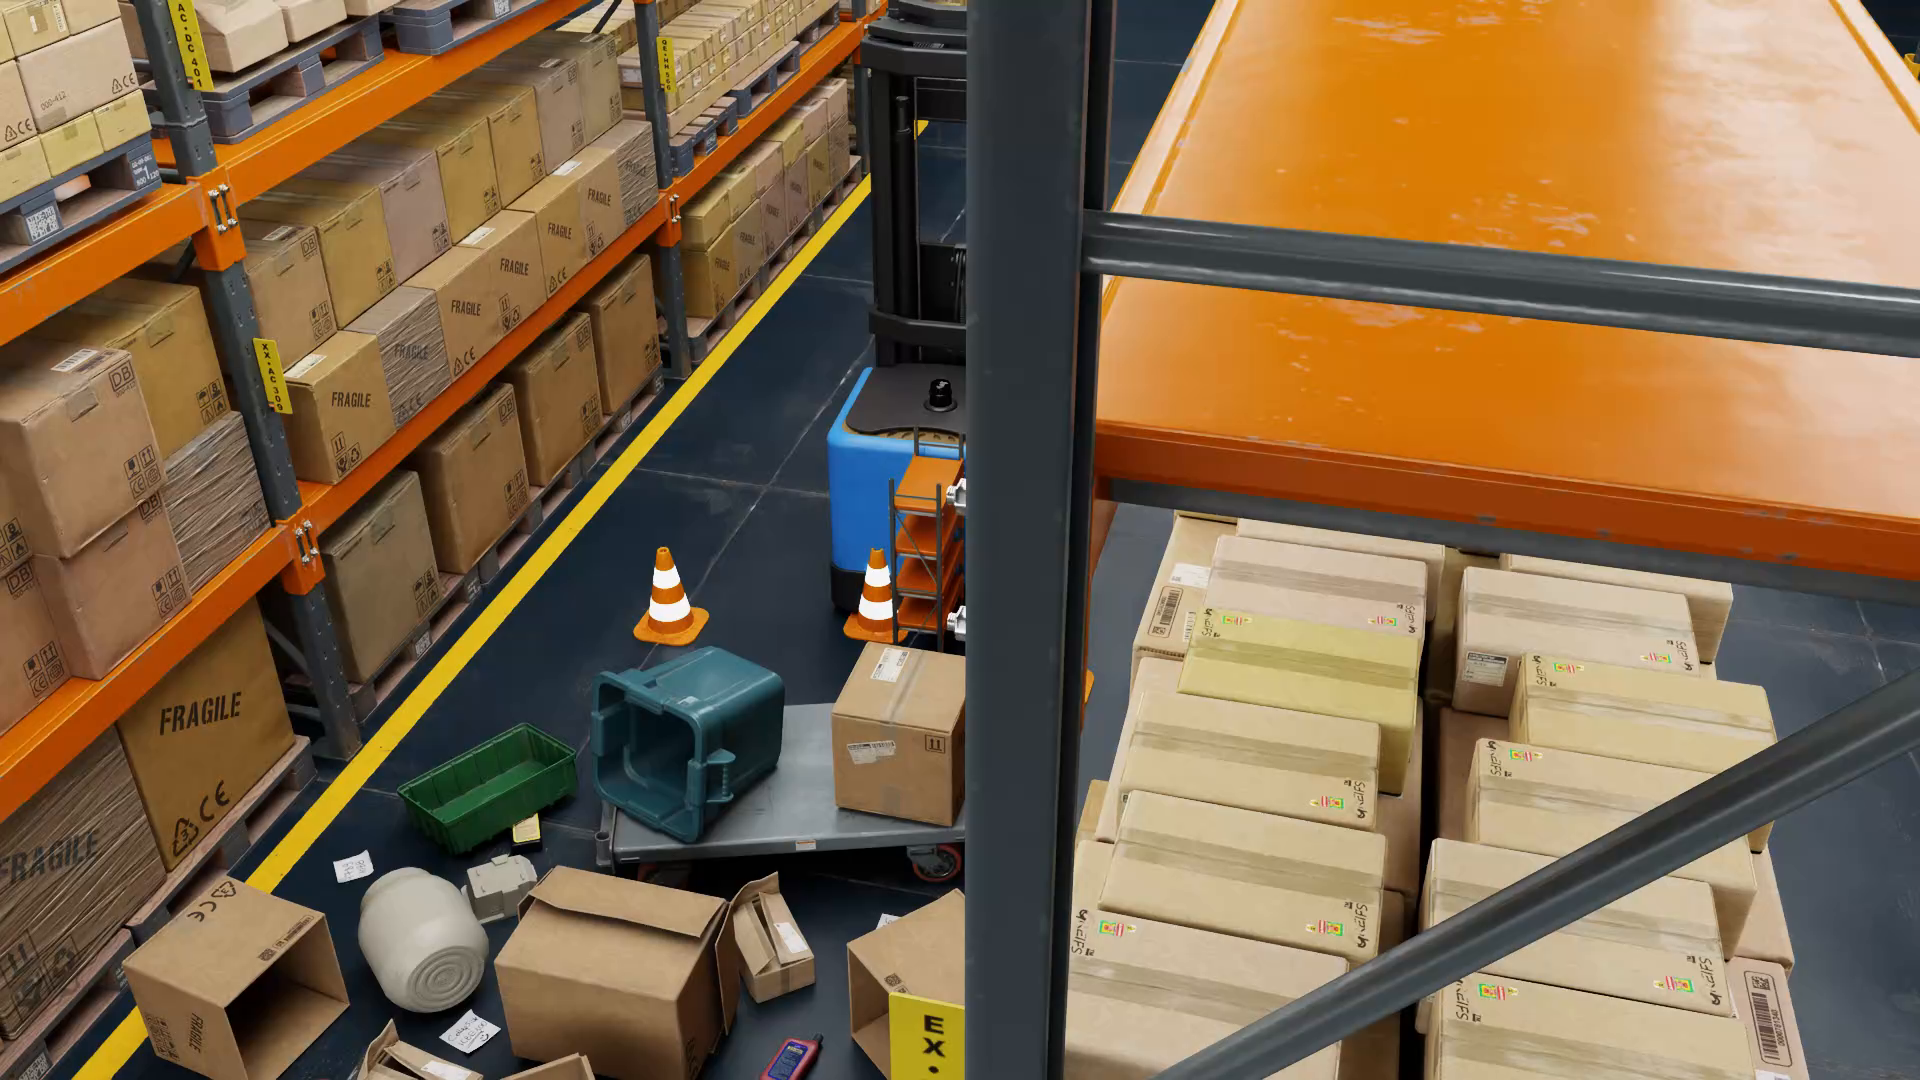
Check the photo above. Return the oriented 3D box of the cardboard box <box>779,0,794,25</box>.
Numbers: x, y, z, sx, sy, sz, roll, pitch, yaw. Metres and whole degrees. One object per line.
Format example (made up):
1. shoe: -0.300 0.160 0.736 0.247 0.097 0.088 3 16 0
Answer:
1. cardboard box: -1.439 -3.904 12.231 0.380 0.149 0.250 6 33 10

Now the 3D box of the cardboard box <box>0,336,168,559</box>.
1. cardboard box: -3.450 -0.363 5.949 0.875 0.550 0.550 8 33 12

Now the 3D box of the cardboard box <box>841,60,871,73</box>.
1. cardboard box: -0.834 -4.132 14.735 0.380 0.149 0.250 8 33 12

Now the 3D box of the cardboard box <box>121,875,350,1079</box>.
1. cardboard box: -2.697 1.667 6.230 0.500 0.500 0.500 14 35 21

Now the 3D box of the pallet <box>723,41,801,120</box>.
1. pallet: -1.818 -3.360 11.988 1.003 0.211 1.213 8 33 12

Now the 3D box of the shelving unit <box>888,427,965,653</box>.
1. shelving unit: -0.153 0.114 8.022 0.258 1.200 0.503 7 33 10

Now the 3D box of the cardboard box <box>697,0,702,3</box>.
1. cardboard box: -2.071 -3.995 12.373 0.380 0.149 0.250 9 34 14

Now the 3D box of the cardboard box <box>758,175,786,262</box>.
1. cardboard box: -1.604 -2.391 12.223 0.500 0.500 0.500 7 33 11

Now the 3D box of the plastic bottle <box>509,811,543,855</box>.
1. plastic bottle: -1.906 1.257 7.286 0.133 0.061 0.283 -8 33 -13

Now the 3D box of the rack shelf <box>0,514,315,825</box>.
1. rack shelf: -3.803 1.009 5.607 1.077 0.370 4.000 8 33 12

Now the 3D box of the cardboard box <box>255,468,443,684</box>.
1. cardboard box: -3.225 0.106 8.063 1.050 0.750 0.750 8 33 12

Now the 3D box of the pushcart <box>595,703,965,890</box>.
1. pushcart: -0.700 1.111 7.220 1.648 0.377 0.936 -3 33 -4

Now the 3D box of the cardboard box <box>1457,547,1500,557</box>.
1. cardboard box: 1.207 -0.073 3.334 0.380 0.149 0.250 9 33 13

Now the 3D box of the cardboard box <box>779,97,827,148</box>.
1. cardboard box: -1.353 -3.237 12.855 0.500 0.250 0.500 10 34 15

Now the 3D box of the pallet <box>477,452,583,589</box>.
1. pallet: -2.865 -0.201 9.440 1.003 0.211 1.213 8 33 12

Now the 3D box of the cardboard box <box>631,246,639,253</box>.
1. cardboard box: -2.367 -1.907 11.463 0.500 0.500 0.500 8 33 12

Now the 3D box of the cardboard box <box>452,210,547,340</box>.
1. cardboard box: -2.516 -1.395 8.625 0.500 0.500 0.500 9 33 13

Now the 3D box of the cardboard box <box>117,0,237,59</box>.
1. cardboard box: -3.271 -2.143 6.753 0.500 0.250 0.500 8 33 13

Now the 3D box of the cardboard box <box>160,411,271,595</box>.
1. cardboard box: -3.378 -0.202 6.703 0.875 0.550 0.550 8 33 12

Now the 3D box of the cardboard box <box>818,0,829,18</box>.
1. cardboard box: -1.240 -4.187 12.953 0.380 0.149 0.250 8 33 13

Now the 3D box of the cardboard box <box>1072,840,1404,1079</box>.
1. cardboard box: 0.372 0.735 2.435 0.500 0.250 0.500 8 33 12

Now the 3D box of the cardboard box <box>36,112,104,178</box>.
1. cardboard box: -3.143 -1.348 5.598 0.380 0.149 0.250 9 33 13

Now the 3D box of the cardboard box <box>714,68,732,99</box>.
1. cardboard box: -1.769 -3.103 11.248 0.380 0.149 0.250 10 34 15

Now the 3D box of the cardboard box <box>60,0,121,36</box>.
1. cardboard box: -3.080 -1.815 5.589 0.380 0.149 0.250 8 33 12

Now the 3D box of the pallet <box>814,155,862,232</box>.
1. pallet: -1.462 -2.903 13.689 1.003 0.211 1.213 8 33 12

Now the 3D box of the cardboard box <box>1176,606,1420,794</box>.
1. cardboard box: 0.567 0.265 2.802 0.380 0.149 0.250 8 33 13

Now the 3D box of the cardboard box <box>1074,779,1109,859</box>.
1. cardboard box: 0.587 0.940 3.742 0.700 0.500 0.500 8 33 12

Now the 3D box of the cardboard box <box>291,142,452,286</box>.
1. cardboard box: -2.918 -1.584 7.991 0.700 0.500 0.500 8 33 13

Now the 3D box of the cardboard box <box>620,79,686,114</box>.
1. cardboard box: -1.964 -2.828 10.538 0.380 0.149 0.250 9 34 15

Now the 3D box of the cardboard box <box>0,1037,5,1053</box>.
1. cardboard box: -3.981 1.645 5.525 0.875 0.875 0.875 8 33 12

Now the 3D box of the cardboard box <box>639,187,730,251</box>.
1. cardboard box: -1.872 -2.172 11.179 0.500 0.250 0.500 7 33 10

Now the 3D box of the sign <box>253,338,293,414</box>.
1. sign: -2.759 -0.656 6.675 0.100 0.325 0.005 8 33 12

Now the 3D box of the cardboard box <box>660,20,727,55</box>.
1. cardboard box: -1.776 -3.348 11.078 0.380 0.149 0.250 7 33 10

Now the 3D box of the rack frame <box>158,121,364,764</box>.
1. rack frame: -3.296 -0.332 7.046 1.000 3.000 0.127 8 33 12

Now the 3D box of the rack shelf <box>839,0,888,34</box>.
1. rack shelf: -0.758 -5.218 15.402 1.077 0.370 4.000 8 33 12

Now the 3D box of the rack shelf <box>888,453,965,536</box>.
1. rack shelf: -0.153 -0.217 7.811 0.258 0.148 0.480 7 33 10

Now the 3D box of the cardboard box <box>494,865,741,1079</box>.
1. cardboard box: -1.271 1.619 6.178 0.797 0.637 0.503 8 33 12

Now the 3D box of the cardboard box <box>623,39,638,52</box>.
1. cardboard box: -2.401 -3.328 11.325 0.380 0.149 0.250 8 33 12

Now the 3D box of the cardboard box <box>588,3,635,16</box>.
1. cardboard box: -2.336 -3.576 11.438 0.380 0.149 0.250 8 33 12

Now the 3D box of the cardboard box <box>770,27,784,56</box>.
1. cardboard box: -1.502 -3.645 12.101 0.380 0.149 0.250 9 34 14

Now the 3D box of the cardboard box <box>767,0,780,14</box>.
1. cardboard box: -1.510 -3.895 11.939 0.380 0.149 0.250 7 33 10

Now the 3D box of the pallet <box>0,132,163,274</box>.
1. pallet: -3.514 -1.138 5.600 1.003 0.211 1.213 8 33 12

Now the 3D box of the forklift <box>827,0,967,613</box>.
1. forklift: 0.125 -1.568 9.054 1.130 2.935 3.031 6 33 10

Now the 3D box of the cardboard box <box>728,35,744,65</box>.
1. cardboard box: -1.705 -3.368 11.388 0.380 0.149 0.250 8 33 12

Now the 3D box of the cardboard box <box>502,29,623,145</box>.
1. cardboard box: -2.404 -2.640 9.652 0.700 0.500 0.500 8 33 12

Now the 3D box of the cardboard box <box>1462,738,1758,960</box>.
1. cardboard box: 0.962 0.458 2.499 0.380 0.149 0.250 8 33 12

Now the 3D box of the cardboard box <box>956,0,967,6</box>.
1. cardboard box: -0.140 -5.475 16.848 0.380 0.149 0.250 8 33 13

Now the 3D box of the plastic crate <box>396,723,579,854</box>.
1. plastic crate: -2.073 1.099 7.363 0.662 0.188 0.450 -28 32 -37

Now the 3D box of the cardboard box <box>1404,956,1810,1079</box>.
1. cardboard box: 0.888 0.812 2.313 0.500 0.250 0.500 7 33 12

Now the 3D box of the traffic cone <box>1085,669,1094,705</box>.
1. traffic cone: 0.478 0.526 8.061 0.336 0.463 0.334 8 33 12
